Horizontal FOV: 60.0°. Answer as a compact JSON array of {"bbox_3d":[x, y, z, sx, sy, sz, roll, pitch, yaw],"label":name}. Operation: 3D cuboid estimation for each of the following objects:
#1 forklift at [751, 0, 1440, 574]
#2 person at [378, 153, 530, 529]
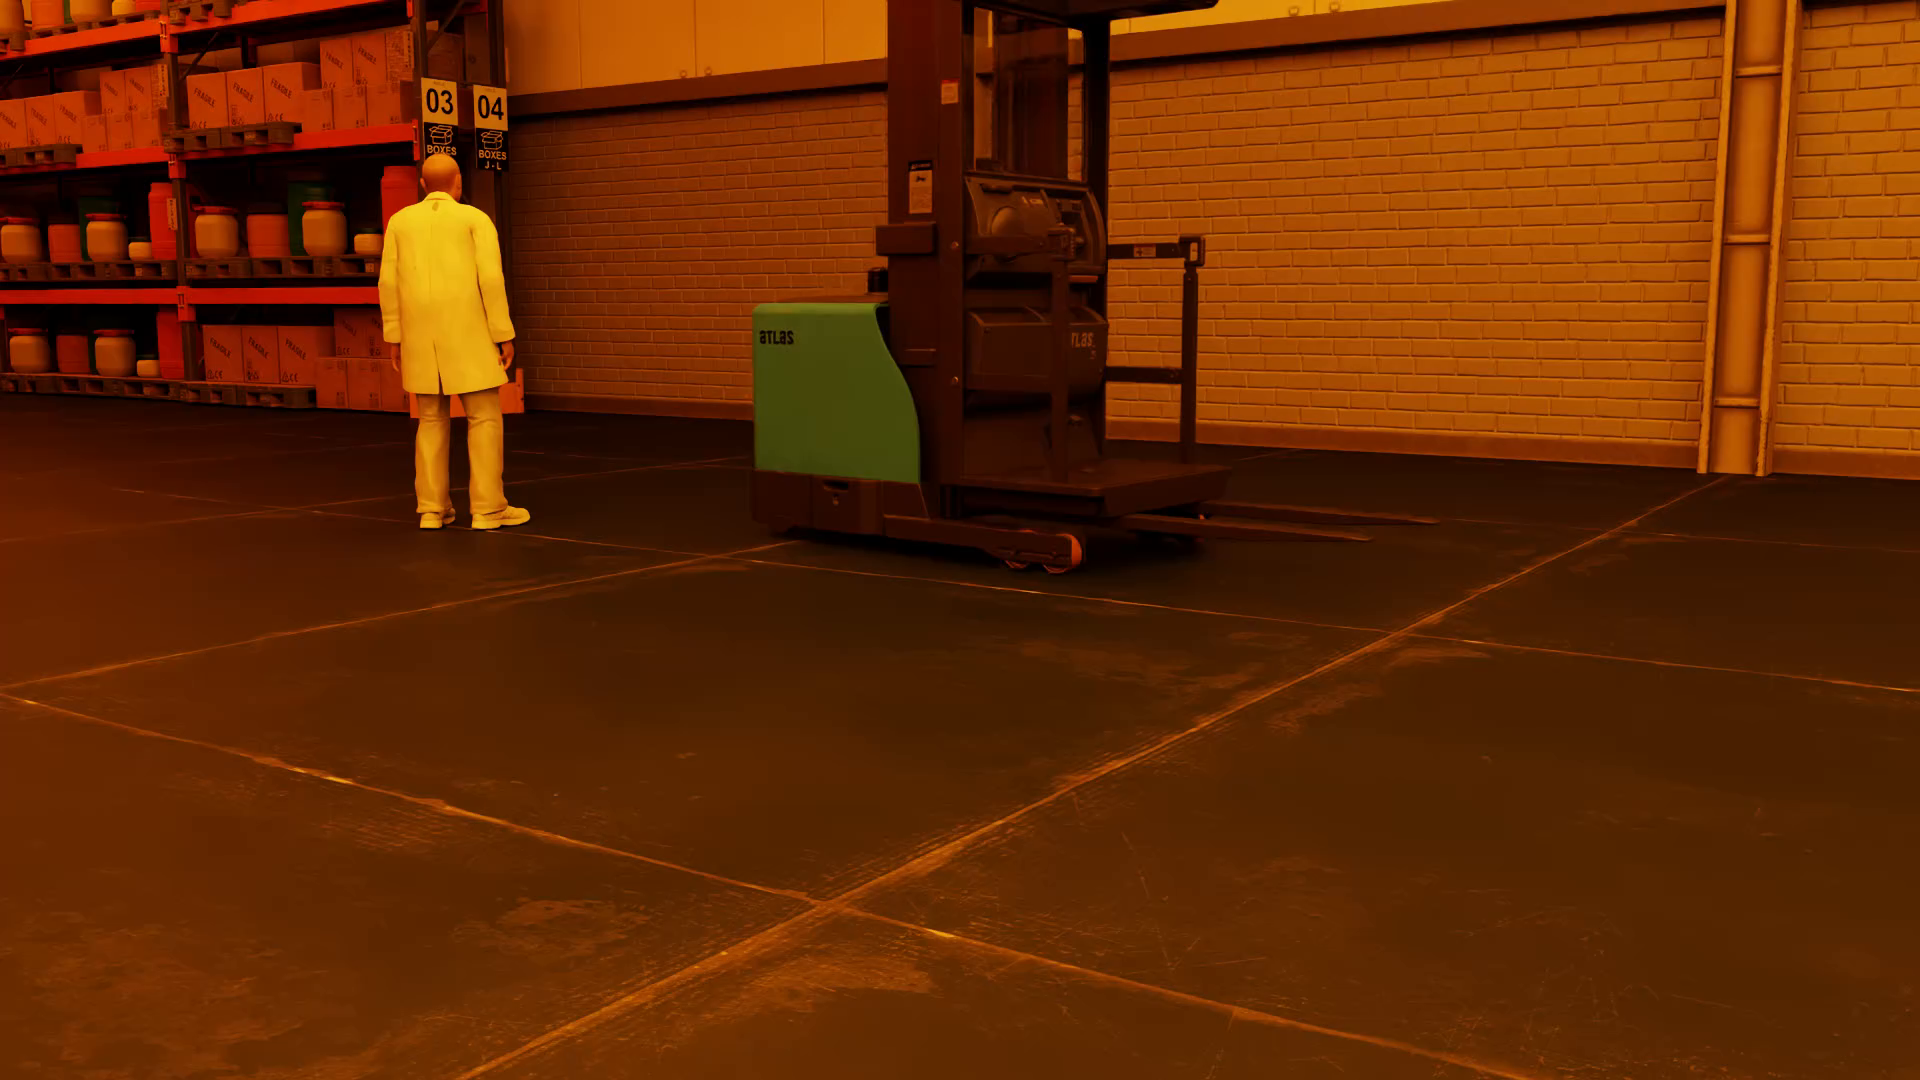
[{"bbox_3d":[0.495,-1.399,7.028,3.031,2.935,1.130,6,10,38],"label":"forklift"},{"bbox_3d":[-2.433,-0.942,7.935,0.644,1.772,0.430,1,8,7],"label":"person"}]
